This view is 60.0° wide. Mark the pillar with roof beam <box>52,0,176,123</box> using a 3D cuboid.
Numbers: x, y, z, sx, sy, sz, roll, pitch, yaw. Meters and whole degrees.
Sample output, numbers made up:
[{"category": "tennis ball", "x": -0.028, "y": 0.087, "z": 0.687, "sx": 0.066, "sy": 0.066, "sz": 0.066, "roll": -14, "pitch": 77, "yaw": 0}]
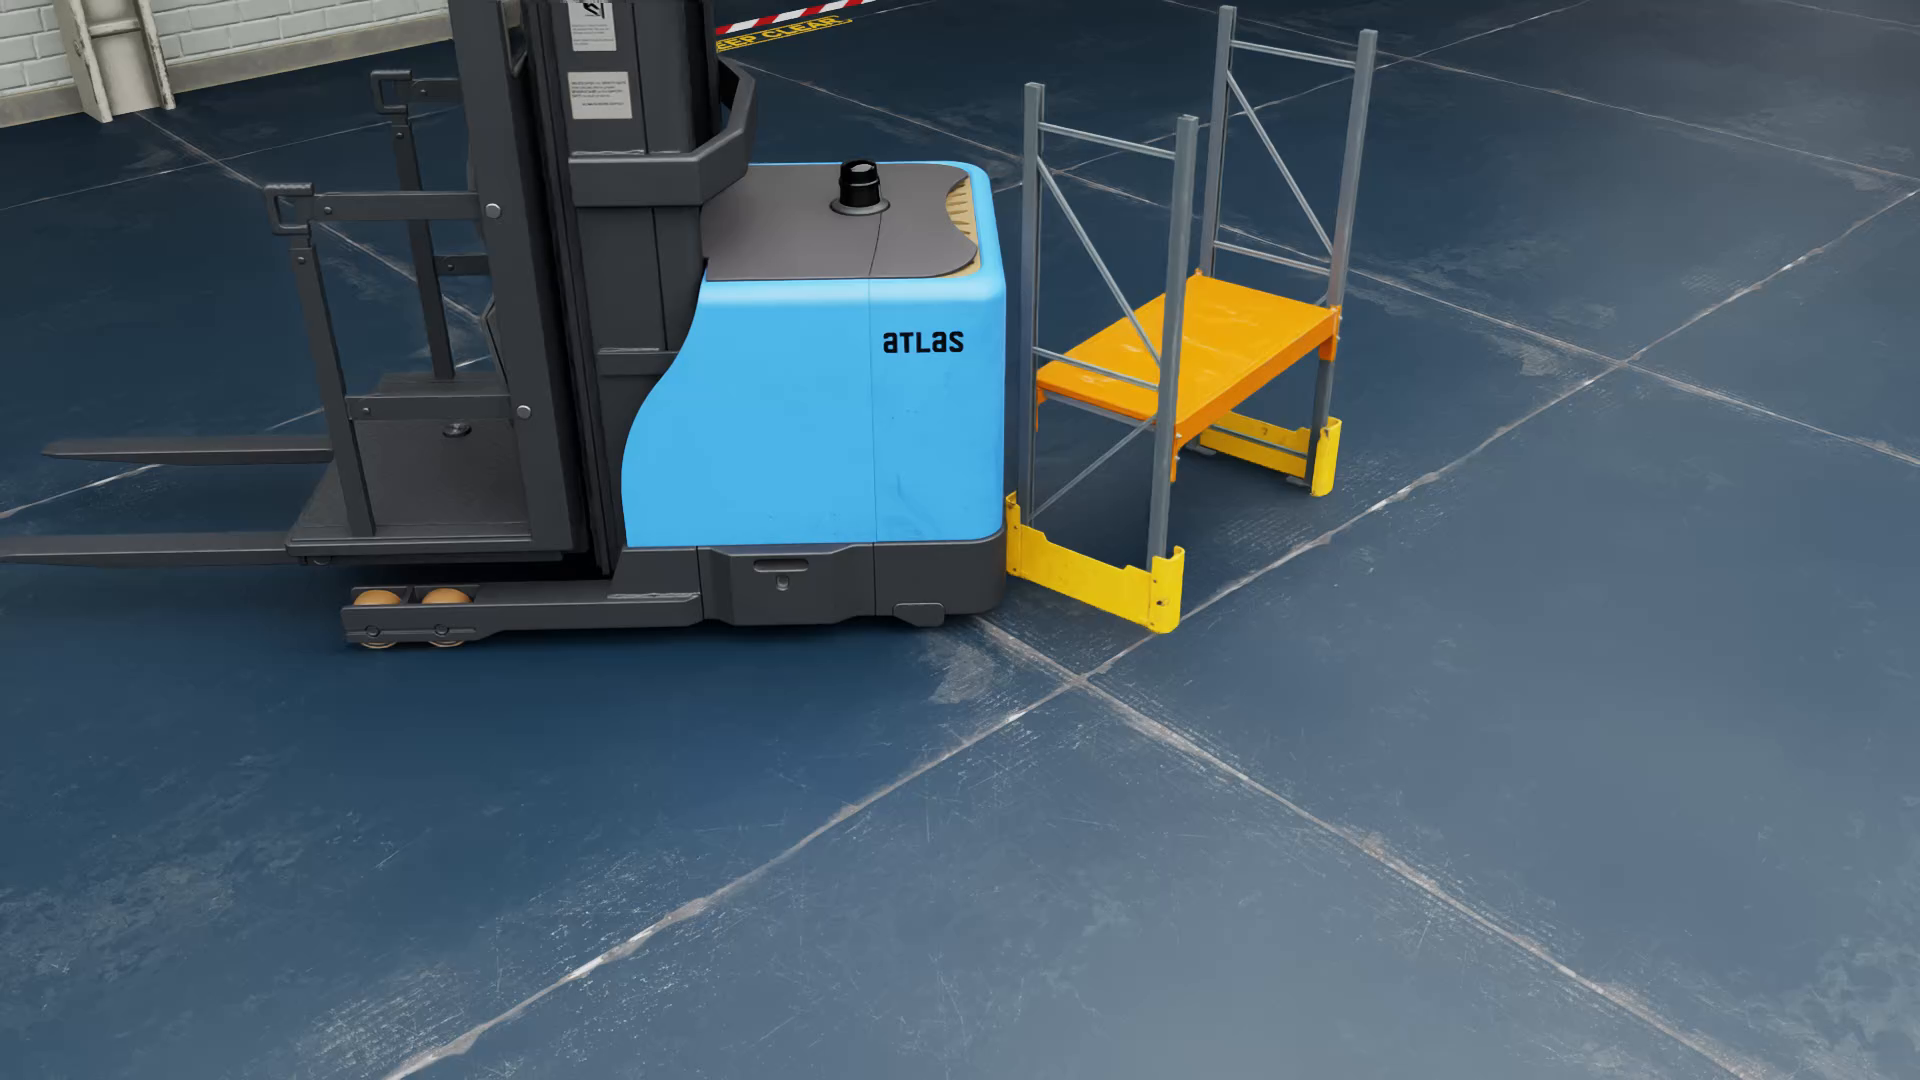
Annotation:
[{"category": "pillar with roof beam", "x": -1.624, "y": -4.555, "z": 4.073, "sx": 0.400, "sy": 9.000, "sz": 9.100, "roll": -26, "pitch": 40, "yaw": -35}]

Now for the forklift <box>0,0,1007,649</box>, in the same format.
[{"category": "forklift", "x": -1.396, "y": -1.223, "z": 4.440, "sx": 3.031, "sy": 2.935, "sz": 1.130, "roll": -1, "pitch": 31, "yaw": -2}]

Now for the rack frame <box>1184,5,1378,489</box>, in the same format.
[{"category": "rack frame", "x": 0.988, "y": -0.889, "z": 5.266, "sx": 0.500, "sy": 1.500, "sz": 0.032, "roll": 21, "pitch": 37, "yaw": 31}]

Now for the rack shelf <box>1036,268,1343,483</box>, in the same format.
[{"category": "rack shelf", "x": 0.682, "y": -0.524, "z": 5.014, "sx": 0.538, "sy": 0.185, "sz": 1.000, "roll": 21, "pitch": 37, "yaw": 31}]

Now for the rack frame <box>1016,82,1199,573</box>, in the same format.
[{"category": "rack frame", "x": 0.376, "y": -0.466, "z": 4.574, "sx": 0.500, "sy": 1.500, "sz": 0.032, "roll": 21, "pitch": 37, "yaw": 31}]

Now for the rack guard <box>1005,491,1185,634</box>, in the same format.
[{"category": "rack guard", "x": 0.387, "y": 0.060, "z": 4.913, "sx": 0.587, "sy": 0.250, "sz": 0.087, "roll": 21, "pitch": 37, "yaw": 31}]

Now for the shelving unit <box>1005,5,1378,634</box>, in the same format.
[{"category": "shelving unit", "x": 0.687, "y": -0.681, "z": 4.926, "sx": 0.587, "sy": 1.500, "sz": 1.083, "roll": 21, "pitch": 37, "yaw": 31}]

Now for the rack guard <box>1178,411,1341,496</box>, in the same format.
[{"category": "rack guard", "x": 0.987, "y": -0.355, "z": 5.591, "sx": 0.587, "sy": 0.250, "sz": 0.087, "roll": 21, "pitch": 37, "yaw": 31}]
